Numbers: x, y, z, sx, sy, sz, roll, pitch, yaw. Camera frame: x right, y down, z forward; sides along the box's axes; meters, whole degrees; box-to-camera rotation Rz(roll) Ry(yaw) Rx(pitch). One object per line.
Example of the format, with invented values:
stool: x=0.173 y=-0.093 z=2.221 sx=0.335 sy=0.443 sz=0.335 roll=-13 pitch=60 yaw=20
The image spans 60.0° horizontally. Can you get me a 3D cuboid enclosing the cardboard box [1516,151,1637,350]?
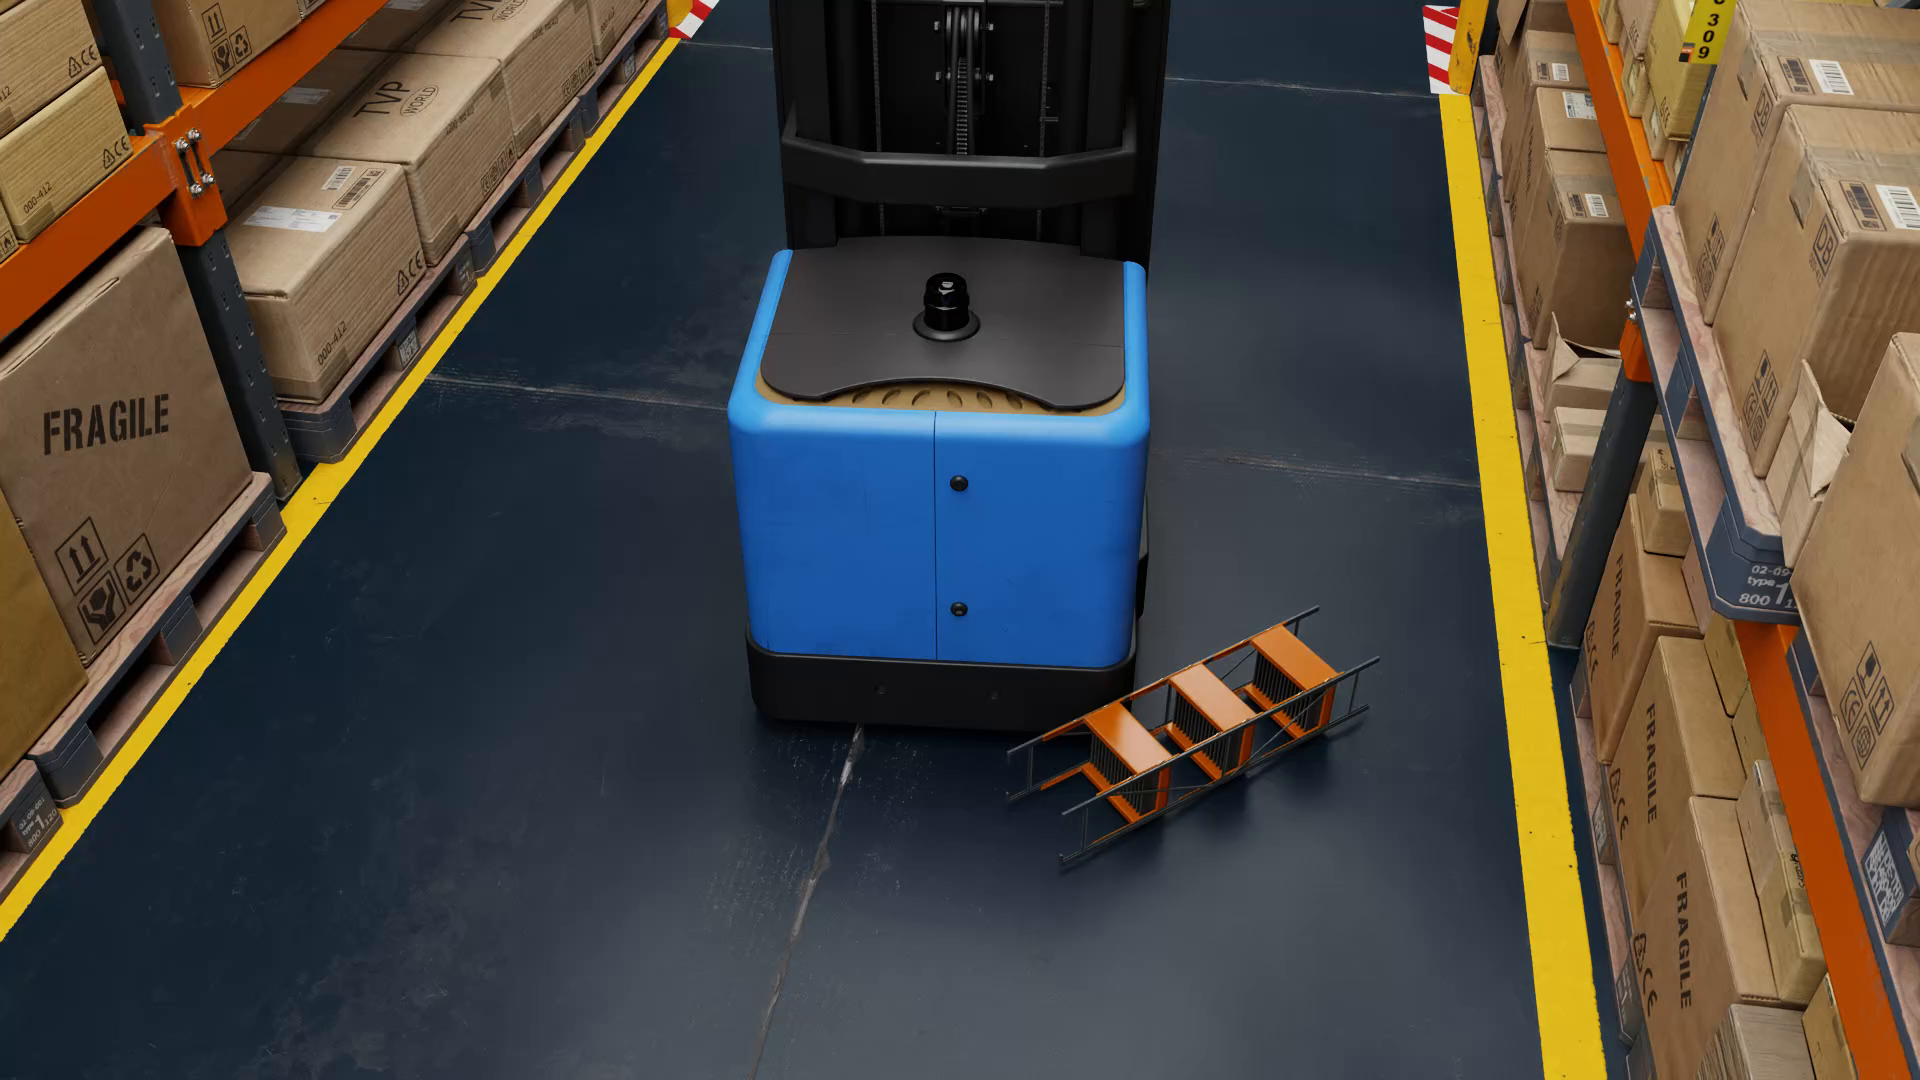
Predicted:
cardboard box: x=2.349 y=-0.975 z=5.707 sx=0.700 sy=0.500 sz=0.500 roll=5 pitch=40 yaw=6

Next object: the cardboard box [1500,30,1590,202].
cardboard box: x=2.528 y=-1.626 z=6.495 sx=0.700 sy=0.500 sz=0.500 roll=8 pitch=40 yaw=9

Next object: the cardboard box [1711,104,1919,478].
cardboard box: x=1.828 y=-0.419 z=2.995 sx=0.700 sy=0.500 sz=0.500 roll=7 pitch=40 yaw=8

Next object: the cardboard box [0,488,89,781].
cardboard box: x=-2.845 y=0.255 z=3.926 sx=0.875 sy=0.875 sz=0.875 roll=7 pitch=40 yaw=9

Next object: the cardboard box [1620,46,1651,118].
cardboard box: x=2.073 y=-1.286 z=4.648 sx=0.380 sy=0.149 sz=0.250 roll=7 pitch=40 yaw=9

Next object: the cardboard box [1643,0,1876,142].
cardboard box: x=2.069 y=-1.226 z=4.263 sx=0.500 sy=0.250 sz=0.500 roll=7 pitch=40 yaw=9

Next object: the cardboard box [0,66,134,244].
cardboard box: x=-2.497 y=-1.001 z=4.224 sx=0.500 sy=0.250 sz=0.500 roll=5 pitch=40 yaw=7

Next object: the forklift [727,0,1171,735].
forklift: x=0.043 y=-1.527 z=4.797 sx=1.130 sy=2.935 sz=3.031 roll=3 pitch=40 yaw=3

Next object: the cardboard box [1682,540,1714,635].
cardboard box: x=1.926 y=0.107 z=3.890 sx=0.380 sy=0.149 sz=0.250 roll=5 pitch=40 yaw=6

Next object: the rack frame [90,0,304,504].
rack frame: x=-2.668 y=-1.368 z=4.550 sx=1.000 sy=3.000 sz=0.127 roll=6 pitch=40 yaw=8

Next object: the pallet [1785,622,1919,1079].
pallet: x=1.861 y=0.540 z=2.393 sx=1.003 sy=0.211 sz=1.213 roll=6 pitch=40 yaw=8

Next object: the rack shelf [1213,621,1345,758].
rack shelf: x=0.861 y=0.413 z=4.558 sx=0.259 sy=0.215 sz=0.240 roll=-22 pitch=44 yaw=-24

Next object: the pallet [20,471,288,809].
pallet: x=-2.727 y=0.199 z=4.843 sx=1.003 sy=0.211 sz=1.213 roll=6 pitch=40 yaw=8

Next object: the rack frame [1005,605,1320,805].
rack frame: x=0.565 y=0.440 z=4.525 sx=1.050 sy=0.200 sz=0.008 roll=-22 pitch=44 yaw=-24

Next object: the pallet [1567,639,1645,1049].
pallet: x=2.118 y=0.767 z=4.157 sx=1.003 sy=0.211 sz=1.213 roll=6 pitch=40 yaw=8

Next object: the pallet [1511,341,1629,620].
pallet: x=2.341 y=-0.179 z=5.301 sx=1.003 sy=0.211 sz=1.213 roll=6 pitch=40 yaw=8

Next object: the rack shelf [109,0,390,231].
rack shelf: x=-2.322 y=-2.346 z=6.298 sx=1.077 sy=0.370 sz=4.000 roll=6 pitch=40 yaw=8

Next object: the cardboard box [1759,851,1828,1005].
cardboard box: x=1.733 y=0.751 z=3.111 sx=0.380 sy=0.149 sz=0.250 roll=8 pitch=40 yaw=9

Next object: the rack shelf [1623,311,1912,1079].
rack shelf: x=1.875 y=0.710 z=2.602 sx=1.077 sy=0.370 sz=4.000 roll=6 pitch=40 yaw=8

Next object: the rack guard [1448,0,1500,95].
rack guard: x=2.901 y=-2.322 z=7.666 sx=1.175 sy=0.500 sz=0.348 roll=6 pitch=40 yaw=8

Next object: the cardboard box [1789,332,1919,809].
cardboard box: x=1.692 y=0.073 z=2.399 sx=0.700 sy=0.500 sz=0.500 roll=6 pitch=40 yaw=7

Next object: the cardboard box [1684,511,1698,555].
cardboard box: x=1.900 y=-0.022 z=3.812 sx=0.380 sy=0.149 sz=0.250 roll=5 pitch=40 yaw=6

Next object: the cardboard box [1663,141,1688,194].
cardboard box: x=2.028 y=-0.954 z=4.247 sx=0.380 sy=0.149 sz=0.250 roll=7 pitch=40 yaw=8

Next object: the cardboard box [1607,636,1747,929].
cardboard box: x=1.834 y=0.593 z=3.811 sx=0.500 sy=0.500 sz=0.500 roll=6 pitch=40 yaw=7

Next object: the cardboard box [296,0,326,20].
cardboard box: x=-2.238 y=-1.987 z=5.221 sx=0.500 sy=0.500 sz=0.500 roll=7 pitch=40 yaw=8

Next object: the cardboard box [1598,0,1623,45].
cardboard box: x=2.161 y=-1.611 z=5.041 sx=0.380 sy=0.149 sz=0.250 roll=6 pitch=40 yaw=7

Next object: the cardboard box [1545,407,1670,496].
cardboard box: x=2.029 y=-0.268 z=5.128 sx=0.380 sy=0.149 sz=0.250 roll=5 pitch=40 yaw=6

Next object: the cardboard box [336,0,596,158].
cardboard box: x=-2.141 y=-2.052 z=7.059 sx=0.875 sy=0.438 sz=0.875 roll=7 pitch=40 yaw=9

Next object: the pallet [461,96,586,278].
pallet: x=-2.250 y=-1.530 z=6.934 sx=1.003 sy=0.211 sz=1.213 roll=6 pitch=40 yaw=8

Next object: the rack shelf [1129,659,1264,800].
rack shelf: x=0.621 y=0.510 z=4.441 sx=0.259 sy=0.215 sz=0.240 roll=-22 pitch=44 yaw=-24

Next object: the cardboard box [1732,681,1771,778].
cardboard box: x=1.858 y=0.443 z=3.484 sx=0.380 sy=0.149 sz=0.250 roll=6 pitch=40 yaw=7

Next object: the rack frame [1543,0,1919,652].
rack frame: x=2.222 y=-0.823 z=3.891 sx=1.000 sy=3.000 sz=0.127 roll=6 pitch=40 yaw=8

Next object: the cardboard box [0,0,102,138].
cardboard box: x=-2.505 y=-1.199 z=4.072 sx=0.500 sy=0.250 sz=0.500 roll=6 pitch=40 yaw=8

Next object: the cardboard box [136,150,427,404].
cardboard box: x=-2.454 y=-0.924 z=5.695 sx=0.875 sy=0.438 sz=0.875 roll=6 pitch=40 yaw=7

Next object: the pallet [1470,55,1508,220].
pallet: x=2.764 y=-1.710 z=7.153 sx=1.003 sy=0.211 sz=1.213 roll=6 pitch=40 yaw=8

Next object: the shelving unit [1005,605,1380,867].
shelving unit: x=0.630 y=0.506 z=4.445 sx=1.050 sy=0.215 sz=0.252 roll=-22 pitch=44 yaw=-24

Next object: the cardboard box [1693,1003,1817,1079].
cardboard box: x=1.647 y=1.230 z=3.040 sx=0.500 sy=0.500 sz=0.500 roll=5 pitch=40 yaw=6
